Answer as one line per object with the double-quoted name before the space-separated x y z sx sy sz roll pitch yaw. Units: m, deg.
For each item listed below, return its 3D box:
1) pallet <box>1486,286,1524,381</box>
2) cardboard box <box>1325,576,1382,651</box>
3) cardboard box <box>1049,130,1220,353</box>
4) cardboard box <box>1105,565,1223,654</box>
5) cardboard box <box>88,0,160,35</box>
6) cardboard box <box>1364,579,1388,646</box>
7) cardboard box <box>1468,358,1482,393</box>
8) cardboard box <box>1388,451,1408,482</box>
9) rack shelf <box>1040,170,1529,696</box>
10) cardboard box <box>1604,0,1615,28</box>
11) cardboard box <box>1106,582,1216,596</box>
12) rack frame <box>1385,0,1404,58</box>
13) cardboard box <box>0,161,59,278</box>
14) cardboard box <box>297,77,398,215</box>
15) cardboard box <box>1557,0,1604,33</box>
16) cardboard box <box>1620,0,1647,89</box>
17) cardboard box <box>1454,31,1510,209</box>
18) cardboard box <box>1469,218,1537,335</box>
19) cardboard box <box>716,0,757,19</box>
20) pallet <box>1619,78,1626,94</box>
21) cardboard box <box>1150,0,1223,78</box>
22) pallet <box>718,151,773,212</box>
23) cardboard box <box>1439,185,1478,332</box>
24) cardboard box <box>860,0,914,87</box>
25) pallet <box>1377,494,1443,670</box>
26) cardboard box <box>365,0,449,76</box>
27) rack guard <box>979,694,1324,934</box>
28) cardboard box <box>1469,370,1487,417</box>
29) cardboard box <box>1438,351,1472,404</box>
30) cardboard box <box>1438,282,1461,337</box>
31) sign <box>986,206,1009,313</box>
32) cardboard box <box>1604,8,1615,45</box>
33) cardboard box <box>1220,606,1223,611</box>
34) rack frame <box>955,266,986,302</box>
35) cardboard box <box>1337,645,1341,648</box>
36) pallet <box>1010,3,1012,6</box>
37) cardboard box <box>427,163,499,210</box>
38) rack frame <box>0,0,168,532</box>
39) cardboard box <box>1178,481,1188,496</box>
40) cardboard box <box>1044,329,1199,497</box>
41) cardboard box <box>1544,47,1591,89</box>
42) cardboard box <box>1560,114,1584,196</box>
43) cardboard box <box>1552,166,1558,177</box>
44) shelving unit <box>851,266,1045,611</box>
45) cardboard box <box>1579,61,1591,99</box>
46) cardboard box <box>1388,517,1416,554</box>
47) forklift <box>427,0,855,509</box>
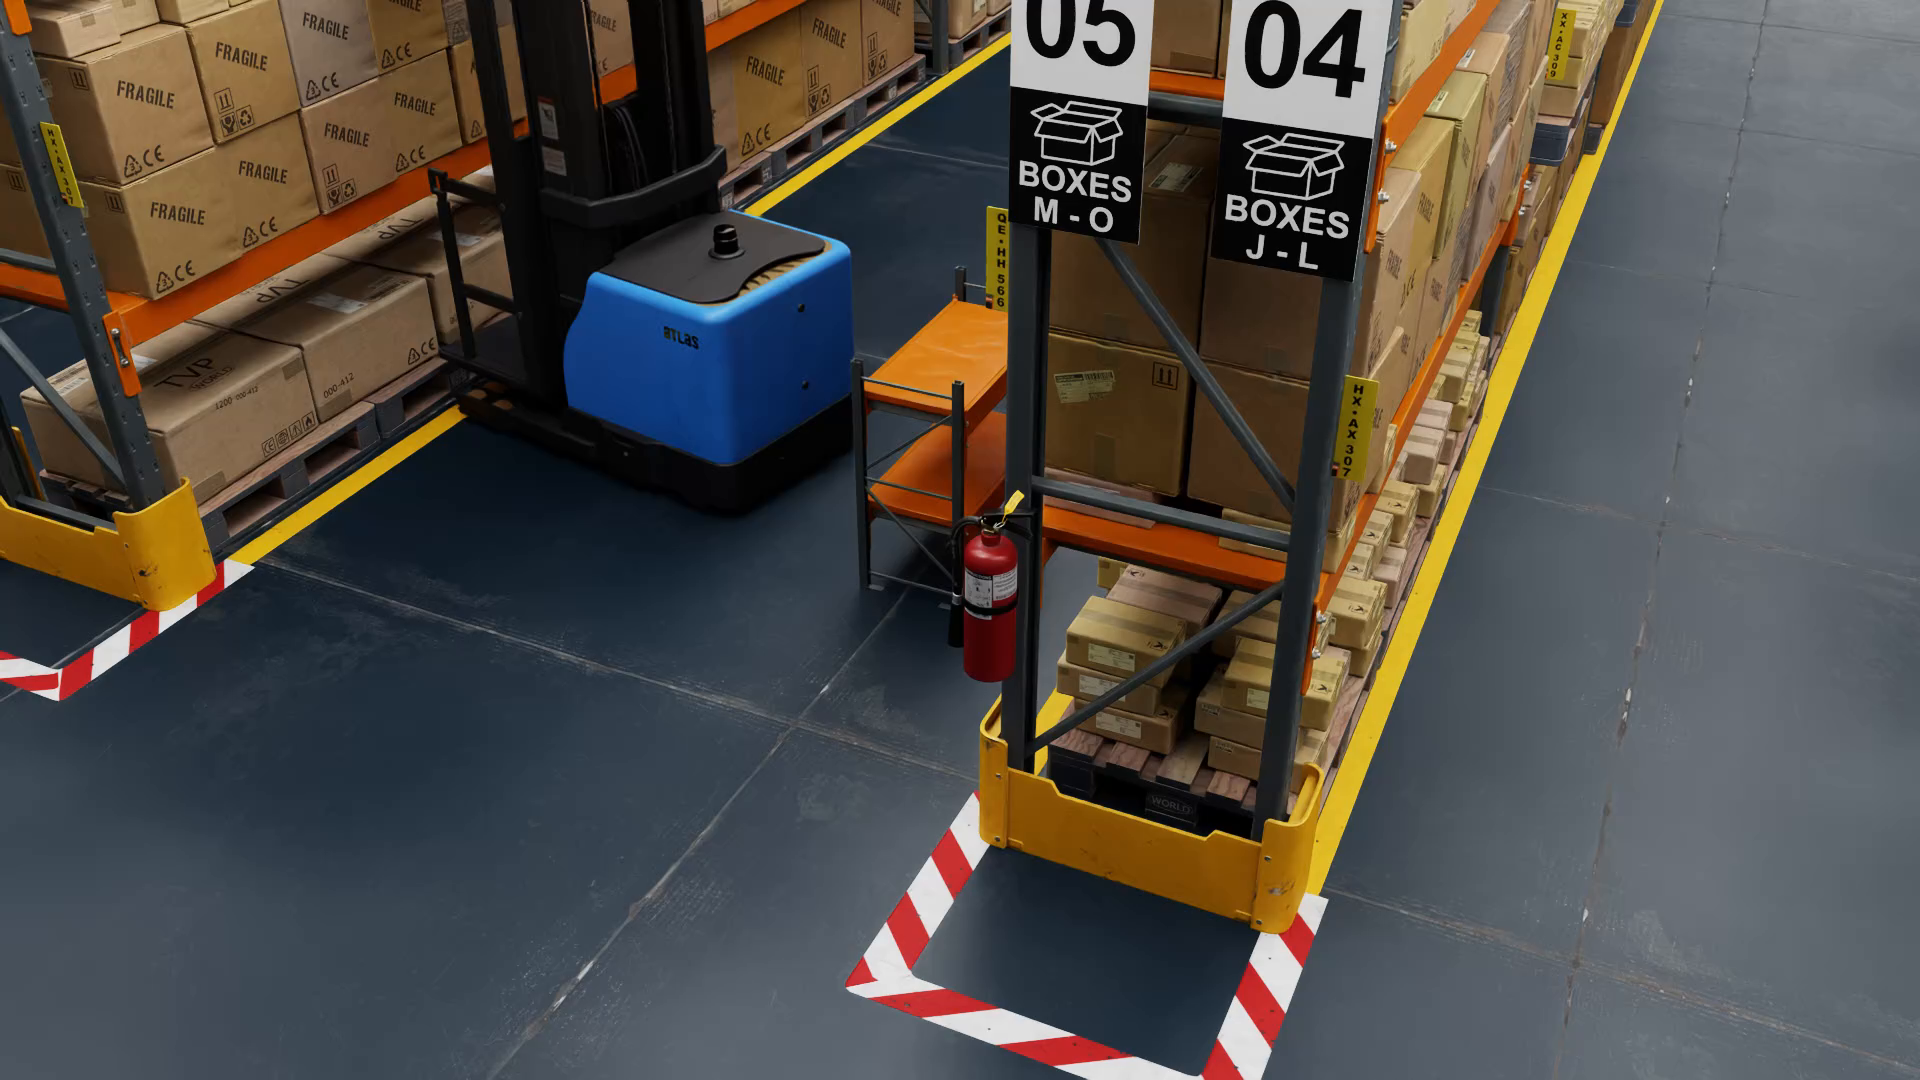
"pallet" 2.618 -1.289 9.523 1.003 0.211 1.213 14 36 20
"cardboard box" 1.375 0.249 6.308 0.380 0.149 0.250 14 36 20
"cardboard box" 0.585 -0.944 5.179 0.500 0.500 0.500 13 36 20
"cardboard box" 0.768 0.260 6.293 0.380 0.149 0.250 15 36 21
"cardboard box" -3.474 -2.151 6.700 0.380 0.149 0.250 15 36 22
"cardboard box" 1.466 0.247 6.583 0.380 0.149 0.250 15 36 22
"cardboard box" 2.348 -0.807 8.191 0.380 0.149 0.250 12 35 18
"cardboard box" 1.698 -0.297 7.141 0.380 0.149 0.250 14 36 21
"rack shelf" 1.456 -0.770 6.844 1.077 0.370 4.000 14 36 20
"cardboard box" 3.309 -2.875 8.974 0.380 0.149 0.250 16 36 22
"cardboard box" 0.797 0.230 6.609 0.380 0.149 0.250 13 35 19
"rack frame" 0.620 -2.583 3.483 1.000 3.000 0.127 14 36 20
"cardboard box" -3.957 -1.502 7.215 0.500 0.500 0.500 14 36 21
"cardboard box" -3.041 -1.882 7.794 0.500 0.500 0.500 14 36 20
"cardboard box" 2.987 -2.617 8.309 0.380 0.149 0.250 15 36 22
"cardboard box" 4.666 -4.012 12.802 1.050 0.750 0.750 15 36 21
"cardboard box" 1.702 -1.583 6.154 0.500 0.500 0.500 13 35 19
"cardboard box" 2.843 -1.504 9.205 0.500 0.500 0.500 16 36 22
"cardboard box" -1.606 -3.506 10.498 0.500 0.250 0.500 13 36 19
"pallet" 4.877 -3.873 13.465 1.003 0.211 1.213 14 36 20
"cardboard box" 0.570 -1.553 4.785 0.500 0.250 0.500 13 36 19
"pallet" -1.991 -2.387 11.198 1.003 0.211 1.213 14 36 20
"cardboard box" 1.683 -1.170 6.436 0.500 0.500 0.500 13 36 19
"cardboard box" -0.936 -4.106 12.831 0.875 0.875 0.875 14 36 20
"pallet" 1.535 0.052 7.478 1.003 0.211 1.213 14 36 20
"cardboard box" -2.833 -2.559 7.914 0.500 0.500 0.500 14 36 21
"rack guard" 0.652 0.933 5.871 1.175 0.500 0.348 14 36 20
"cardboard box" 2.439 -0.777 8.416 0.380 0.149 0.250 15 36 21
"cardboard box" 2.212 -0.800 7.909 0.380 0.149 0.250 14 36 20
"cardboard box" 1.798 -0.970 6.724 0.380 0.149 0.250 15 36 21
"sign" 0.124 -0.828 4.933 0.100 0.325 0.005 14 36 20
"cardboard box" 3.417 -2.879 9.252 0.380 0.149 0.250 14 36 20
"cardboard box" 0.946 0.243 6.861 0.380 0.149 0.250 15 36 21
"rack frame" 0.210 -0.720 7.823 0.500 1.125 0.032 14 36 20
"cardboard box" 1.262 0.480 6.499 0.380 0.149 0.250 15 36 21
"pallet" 0.268 -4.972 15.140 1.003 0.211 1.213 14 36 20
"cardboard box" -2.605 -1.968 9.969 0.875 0.438 0.875 14 36 20
"rack frame" -3.919 -1.160 6.783 1.000 3.000 0.127 14 36 20
"cardboard box" 0.638 -0.312 5.719 0.380 0.149 0.250 14 36 20
"cardboard box" 0.574 -0.523 5.450 0.500 0.500 0.500 15 36 21
"cardboard box" 2.876 -2.352 8.177 0.380 0.149 0.250 15 36 21
"cardboard box" 3.708 -2.544 10.790 0.500 0.500 0.500 16 36 22
"cardboard box" 3.280 -2.337 9.791 0.500 0.250 0.500 16 36 22
"shelving unit" -0.003 -0.467 7.436 0.538 1.125 1.048 14 36 20
"cardboard box" 2.986 -2.367 8.471 0.380 0.149 0.250 15 36 21
"cardboard box" 1.765 -0.019 7.260 0.380 0.149 0.250 14 36 21
"forklift" -2.006 -1.999 8.126 3.031 2.935 1.130 21 39 29
